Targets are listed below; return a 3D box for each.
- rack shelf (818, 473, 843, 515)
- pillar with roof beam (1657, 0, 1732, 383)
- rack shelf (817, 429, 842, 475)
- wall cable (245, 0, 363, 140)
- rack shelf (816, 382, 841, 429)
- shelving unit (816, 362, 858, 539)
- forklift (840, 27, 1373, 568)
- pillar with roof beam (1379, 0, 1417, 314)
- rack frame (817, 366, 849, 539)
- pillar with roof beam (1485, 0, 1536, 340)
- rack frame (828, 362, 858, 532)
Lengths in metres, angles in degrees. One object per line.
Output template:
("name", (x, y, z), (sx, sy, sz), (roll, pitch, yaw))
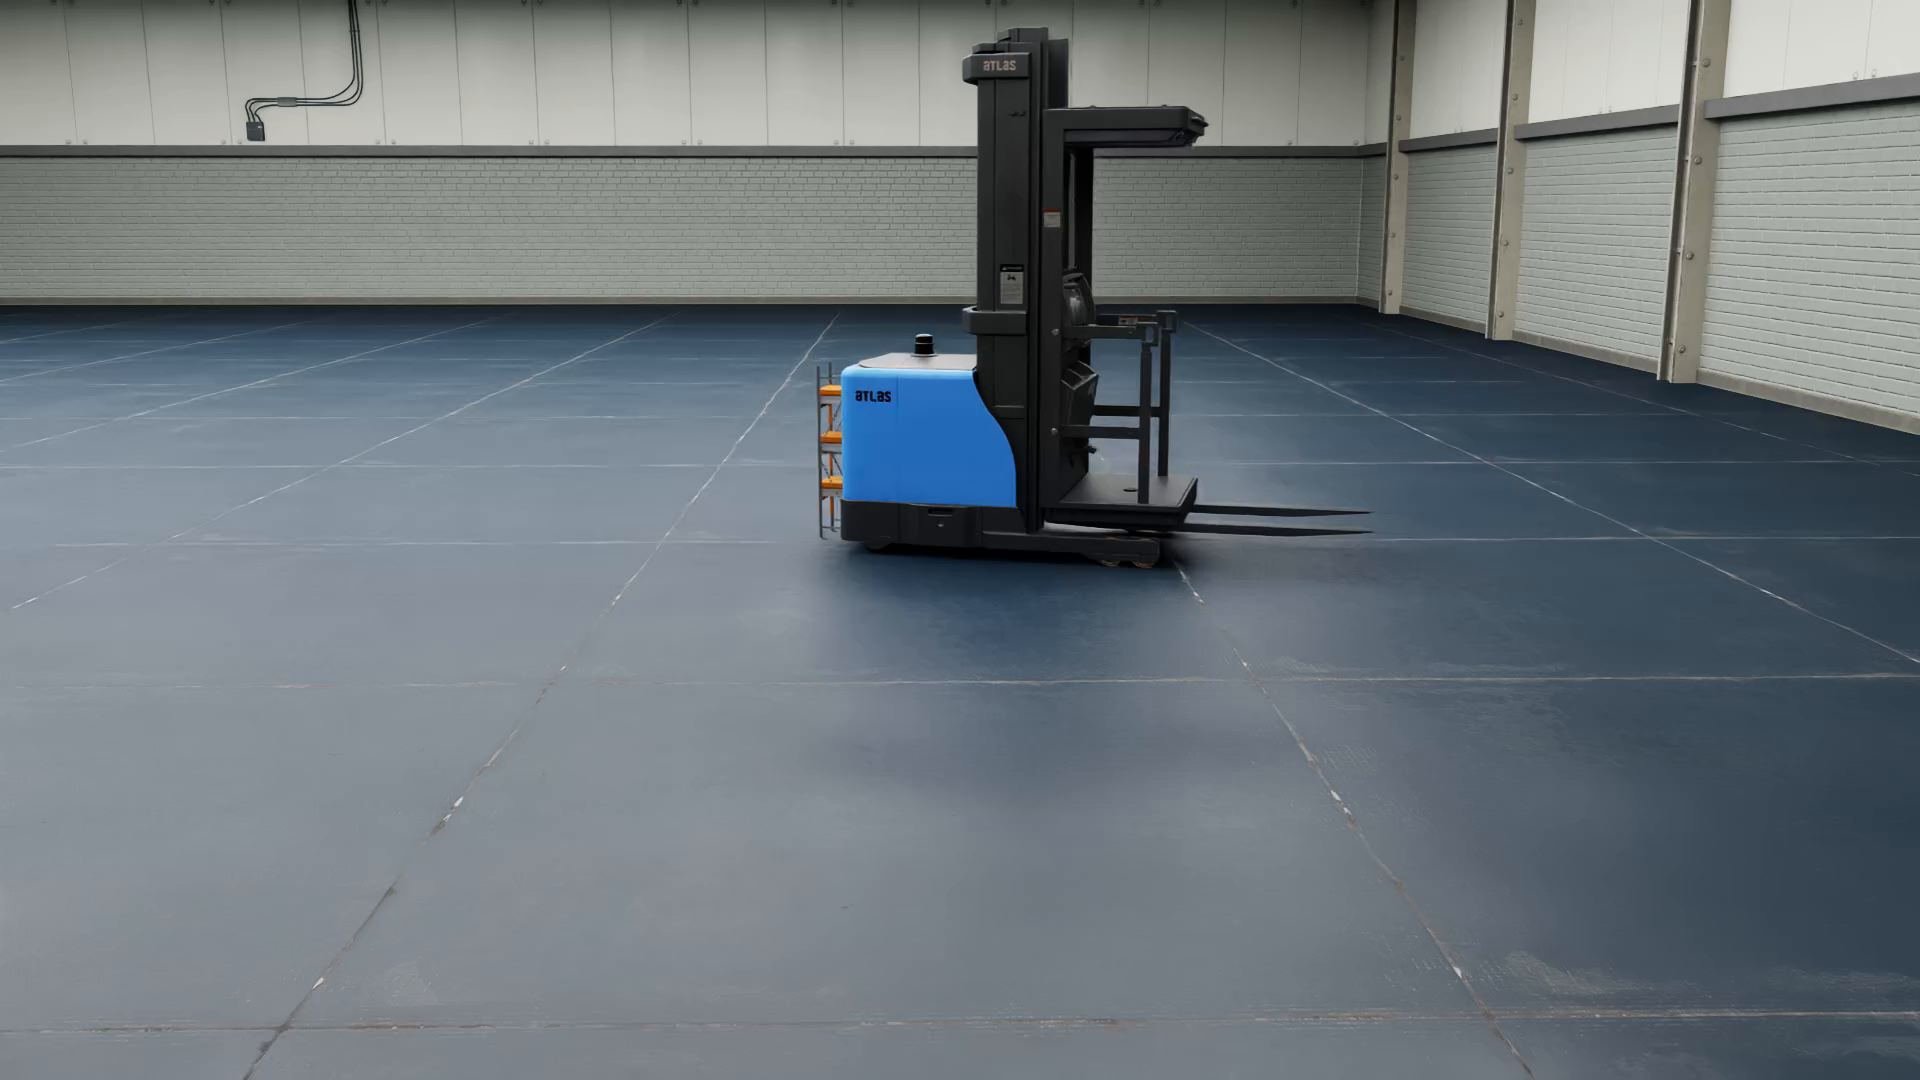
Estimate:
("rack shelf", (-0.728, -0.257, 10.138), (0.215, 0.259, 0.240), (2, 12, 12))
("pillar with roof beam", (3.897, -6.208, 18.028), (9.100, 9.000, 0.400), (0, 11, -1))
("rack shelf", (-0.728, -0.530, 10.082), (0.215, 0.259, 0.240), (2, 12, 12))
("wall cable", (-12.788, -10.776, 31.987), (2.305, 6.003, 0.169), (0, 11, -1))
("rack shelf", (-0.728, -0.808, 10.026), (0.215, 0.259, 0.240), (2, 12, 12))
("shelving unit", (-0.728, -0.540, 10.080), (0.215, 1.050, 0.252), (2, 12, 12))
("forklift", (0.874, -1.396, 9.568), (3.031, 2.935, 1.130), (3, 12, 13))
("pillar with roof beam", (3.649, -8.594, 29.786), (9.100, 9.000, 0.400), (0, 11, -1))
("rack frame", (-0.754, -0.516, 9.963), (0.200, 1.050, 0.008), (2, 12, 12))
("pillar with roof beam", (3.773, -7.401, 23.907), (9.100, 9.000, 0.400), (0, 11, -1))
("rack frame", (-0.702, -0.564, 10.197), (0.200, 1.050, 0.008), (2, 12, 12))
